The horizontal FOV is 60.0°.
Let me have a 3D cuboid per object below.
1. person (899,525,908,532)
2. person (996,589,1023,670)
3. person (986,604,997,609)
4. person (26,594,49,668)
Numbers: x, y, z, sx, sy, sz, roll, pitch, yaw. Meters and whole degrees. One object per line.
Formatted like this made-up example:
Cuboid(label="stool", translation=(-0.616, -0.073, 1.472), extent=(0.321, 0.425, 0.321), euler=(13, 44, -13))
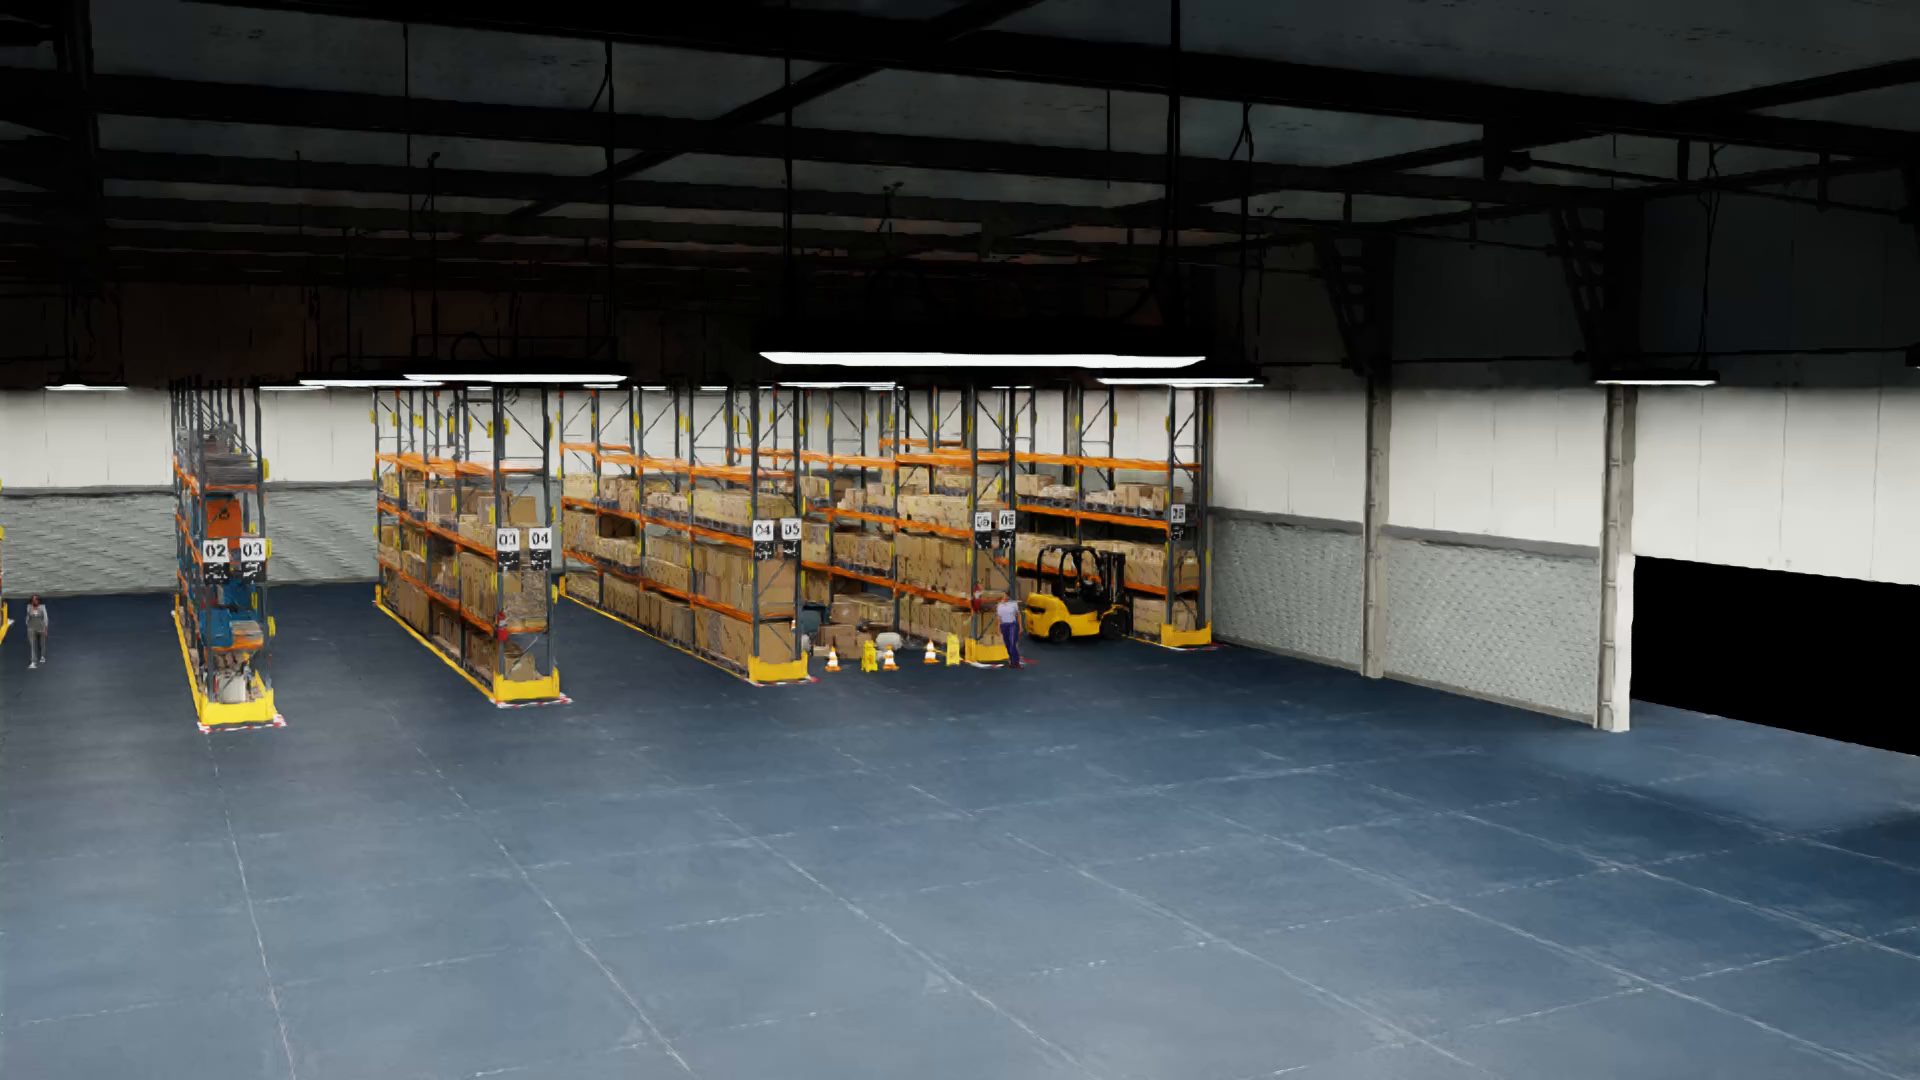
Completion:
Cuboid(label="person", translation=(-1.637, 0.413, 47.192), extent=(0.569, 1.650, 0.571), euler=(-1, 5, -8))
Cuboid(label="person", translation=(1.058, 1.838, 34.531), extent=(0.617, 1.652, 0.481), euler=(3, 6, 28))
Cuboid(label="person", translation=(0.678, 1.430, 39.373), extent=(0.569, 1.556, 0.560), euler=(0, 5, 6))
Cuboid(label="person", translation=(-19.251, 1.873, 34.712), extent=(0.415, 1.504, 1.041), euler=(-3, 6, -29))
